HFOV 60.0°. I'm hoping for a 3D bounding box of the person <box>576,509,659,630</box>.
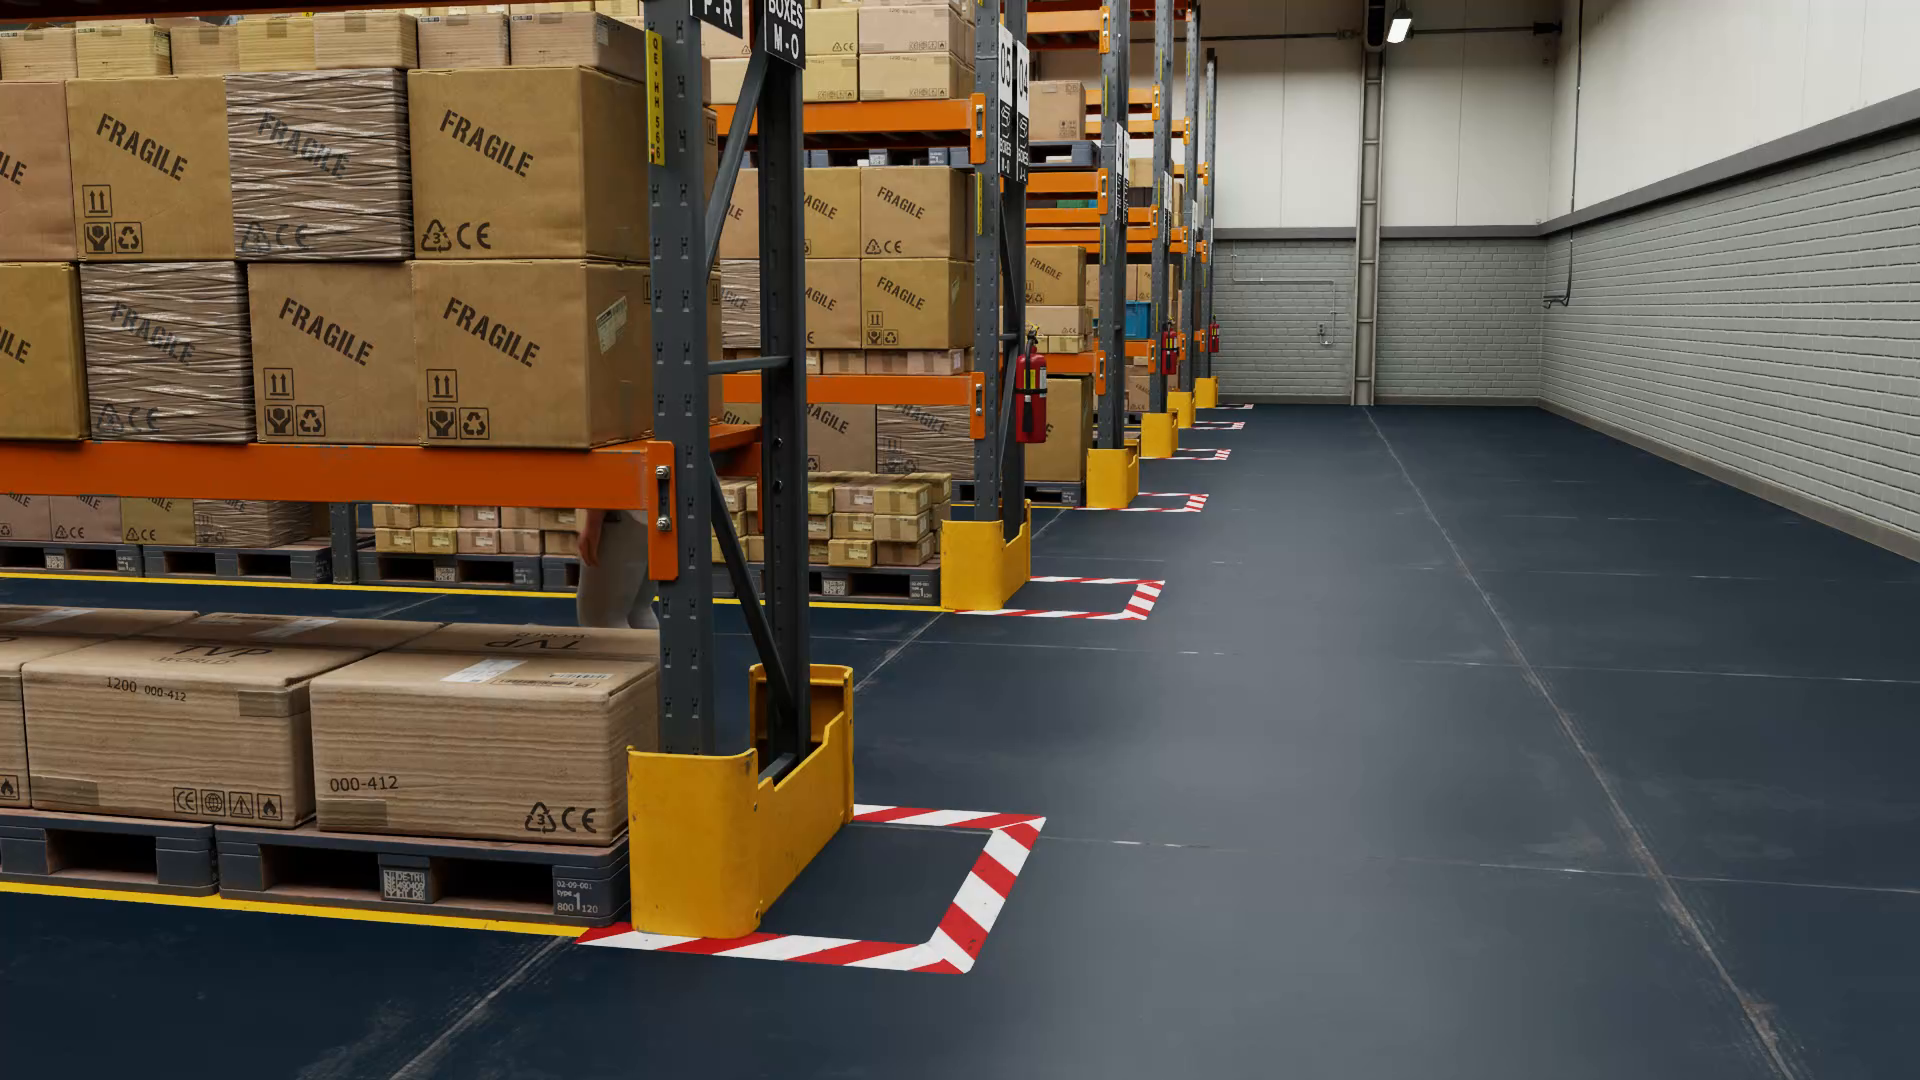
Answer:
[{"bbox_3d":[-1.289,-0.084,6.392,0.437,1.747,0.582,1,8,9],"label":"person"}]
